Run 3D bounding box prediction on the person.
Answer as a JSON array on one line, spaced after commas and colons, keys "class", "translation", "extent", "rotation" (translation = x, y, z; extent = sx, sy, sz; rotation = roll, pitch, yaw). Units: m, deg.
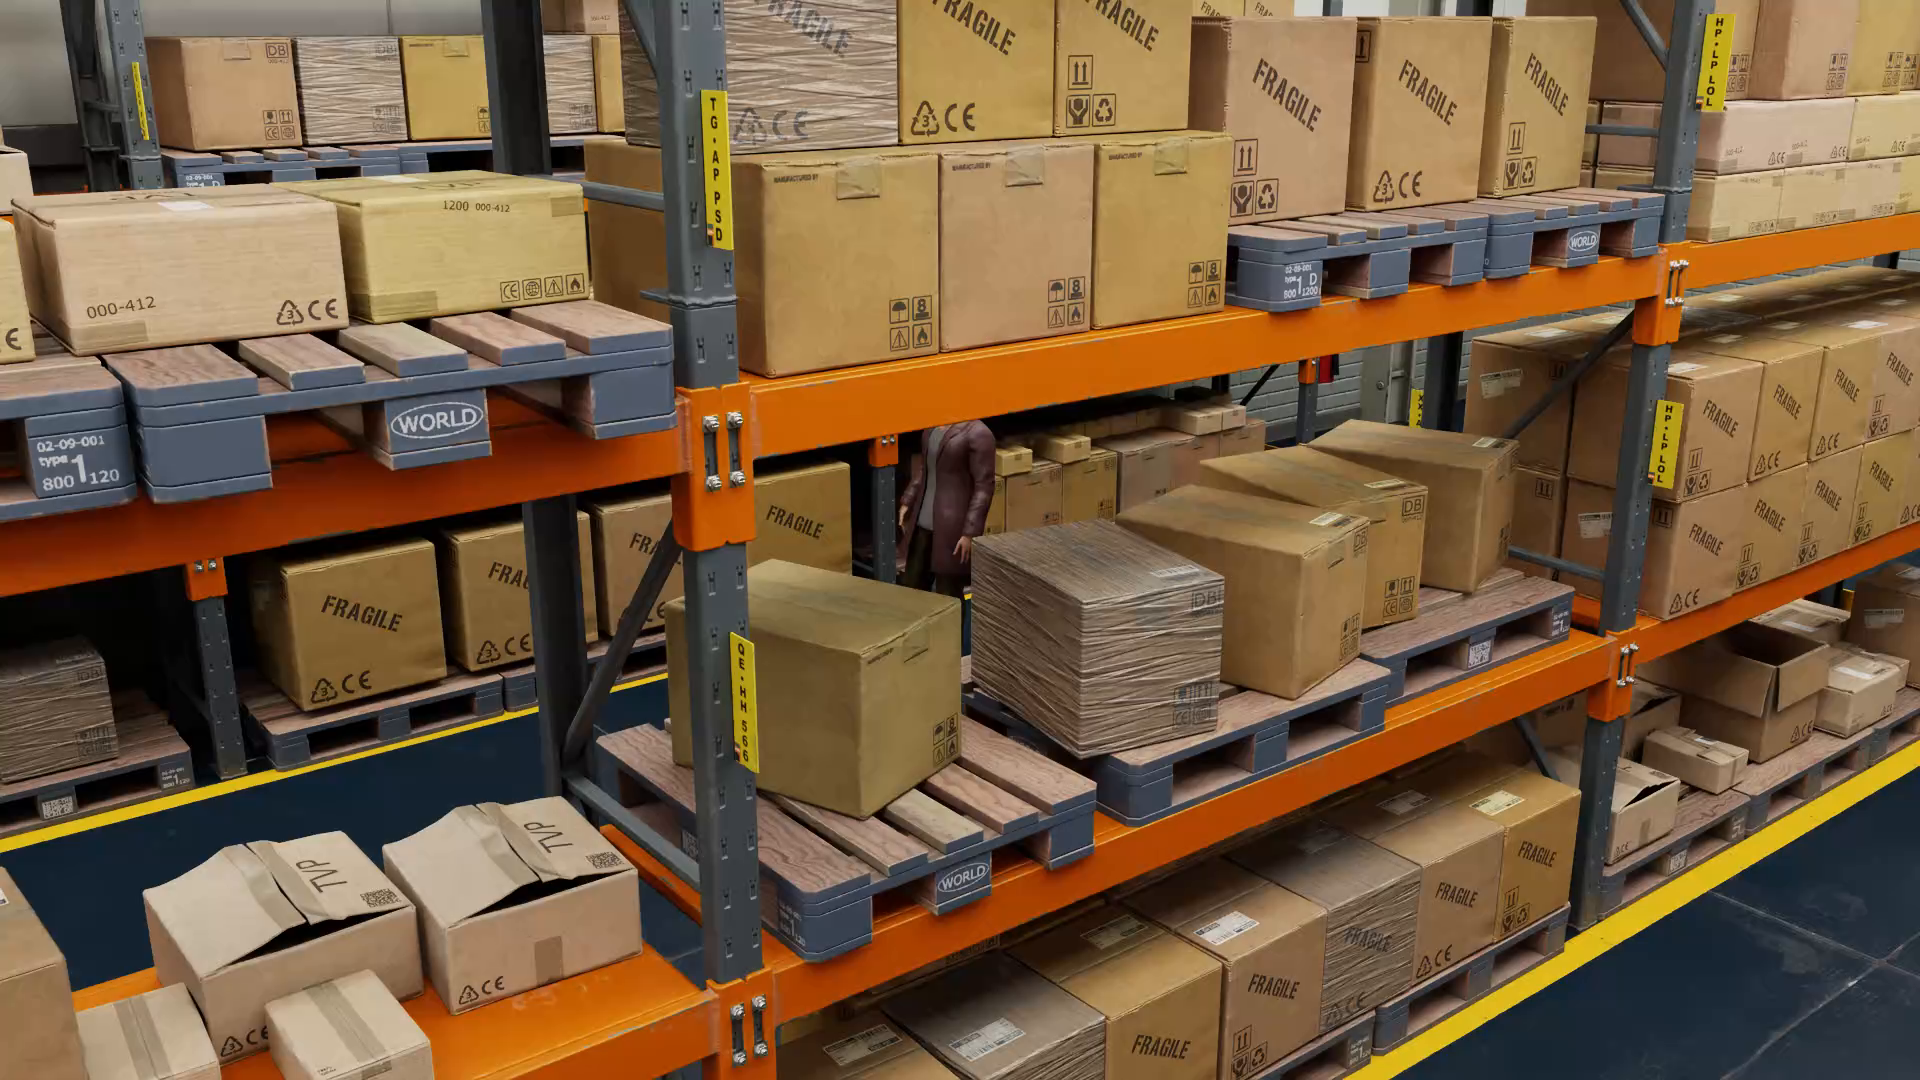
[{"class": "person", "translation": [-0.161, -0.065, 9.249], "extent": [0.579, 1.779, 0.698], "rotation": [-13, 22, -36]}]
